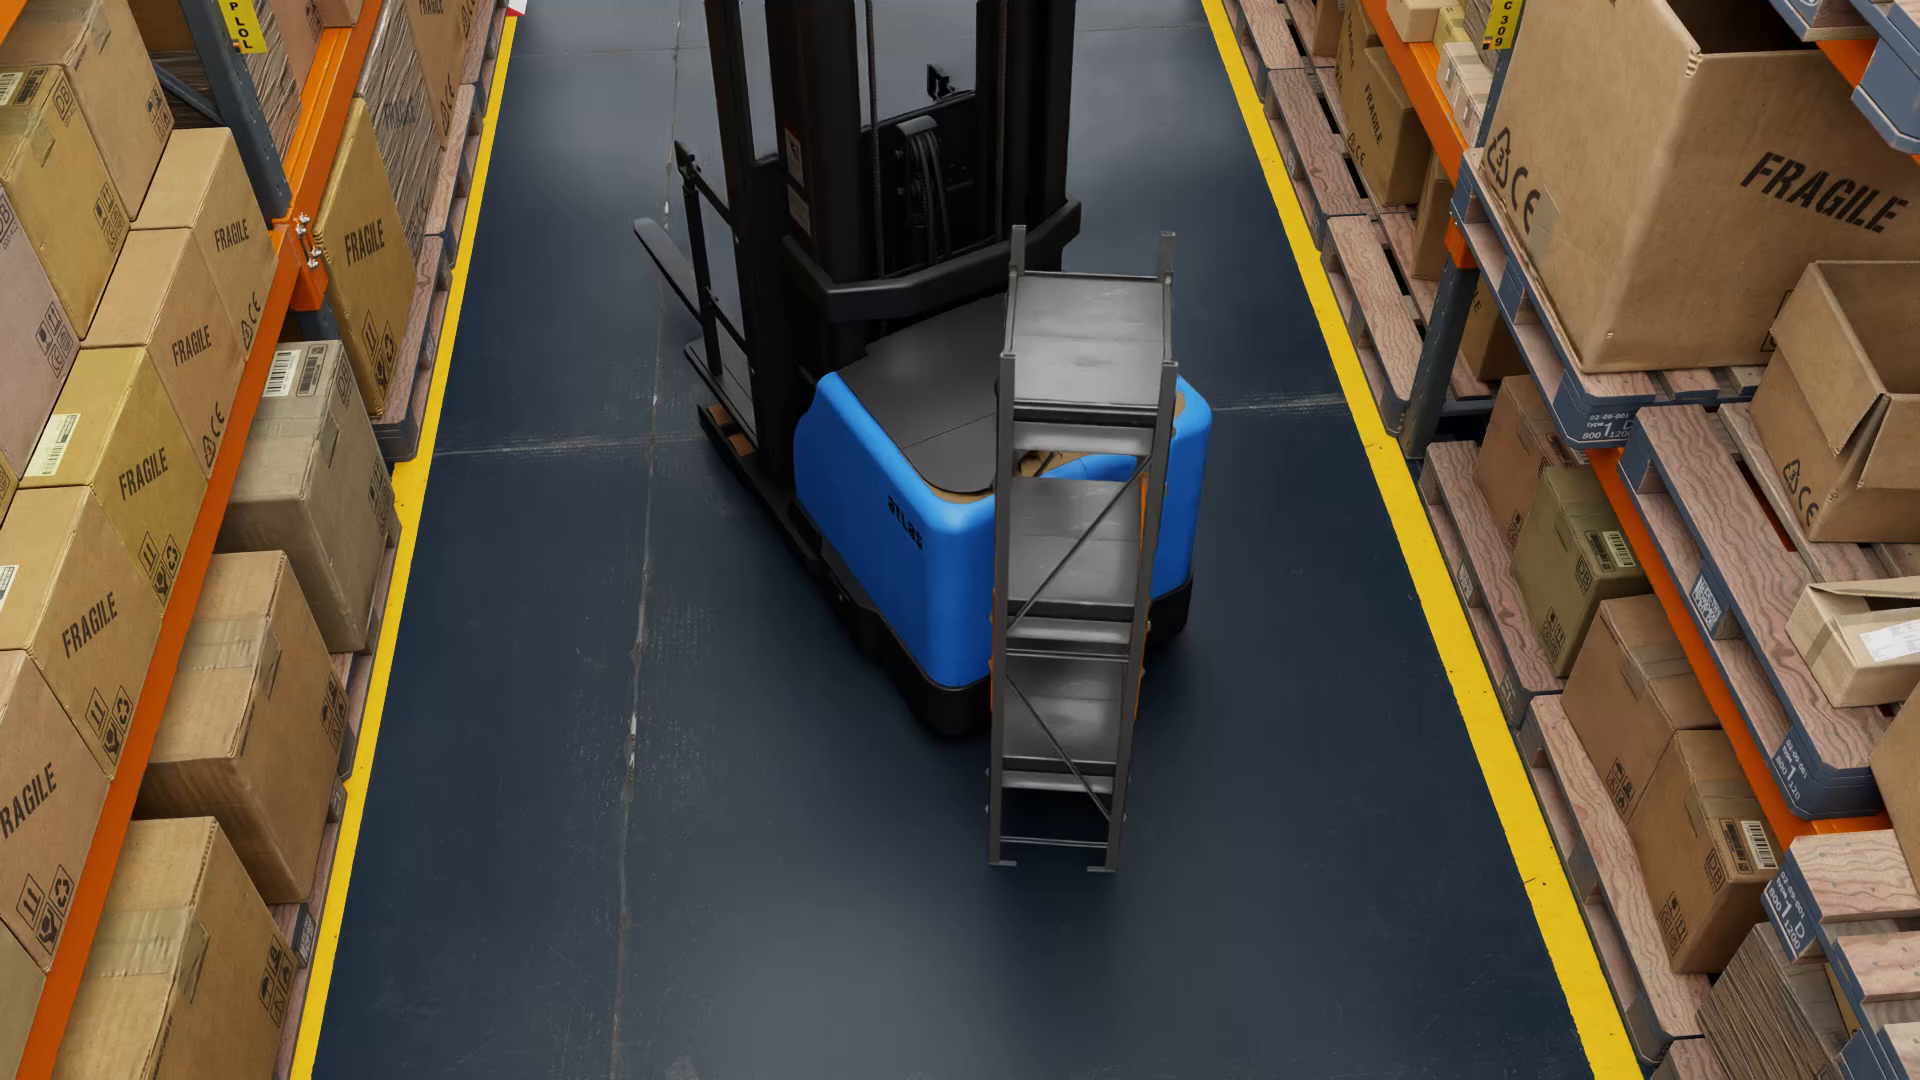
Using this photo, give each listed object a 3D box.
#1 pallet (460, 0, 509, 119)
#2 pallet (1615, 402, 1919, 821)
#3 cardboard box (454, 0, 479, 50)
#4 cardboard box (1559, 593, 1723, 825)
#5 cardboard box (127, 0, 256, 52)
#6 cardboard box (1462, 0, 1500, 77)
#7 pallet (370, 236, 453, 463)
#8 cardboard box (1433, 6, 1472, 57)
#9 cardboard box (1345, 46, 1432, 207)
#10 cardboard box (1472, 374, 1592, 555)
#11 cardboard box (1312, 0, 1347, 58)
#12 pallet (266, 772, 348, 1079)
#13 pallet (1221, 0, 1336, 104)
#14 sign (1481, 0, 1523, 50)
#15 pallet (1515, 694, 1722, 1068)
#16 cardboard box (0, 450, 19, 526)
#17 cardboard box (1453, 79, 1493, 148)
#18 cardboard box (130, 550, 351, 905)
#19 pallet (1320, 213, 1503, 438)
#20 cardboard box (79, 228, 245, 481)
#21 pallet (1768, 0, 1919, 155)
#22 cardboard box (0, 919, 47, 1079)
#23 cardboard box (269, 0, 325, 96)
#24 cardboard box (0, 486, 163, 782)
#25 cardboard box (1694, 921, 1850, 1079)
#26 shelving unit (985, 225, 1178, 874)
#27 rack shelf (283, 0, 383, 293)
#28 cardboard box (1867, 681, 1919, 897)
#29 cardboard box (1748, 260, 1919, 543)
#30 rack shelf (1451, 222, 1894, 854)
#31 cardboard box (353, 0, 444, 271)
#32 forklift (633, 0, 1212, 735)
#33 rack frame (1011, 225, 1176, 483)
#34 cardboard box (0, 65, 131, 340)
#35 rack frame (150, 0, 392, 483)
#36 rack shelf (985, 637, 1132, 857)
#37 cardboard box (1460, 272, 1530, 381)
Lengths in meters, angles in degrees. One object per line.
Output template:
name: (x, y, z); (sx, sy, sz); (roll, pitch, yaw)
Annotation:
pallet: (-2.893, -2.549, 8.519); (1.003, 0.211, 1.213); (-3, 47, -3)
pallet: (2.377, 0.114, 4.208); (1.003, 0.211, 1.213); (-3, 47, -3)
cardboard box: (-2.915, -3.009, 8.208); (0.875, 0.875, 0.875); (-3, 47, -3)
cardboard box: (2.347, 0.489, 5.140); (0.700, 0.500, 0.500); (-7, 47, -7)
cardboard box: (-2.699, -1.880, 5.117); (0.875, 0.550, 0.550); (-3, 47, -3)
cardboard box: (2.272, -1.882, 5.693); (0.875, 0.500, 0.500); (-3, 47, -3)
pallet: (-2.688, -0.784, 6.847); (1.003, 0.211, 1.213); (-3, 47, -3)
cardboard box: (1.965, -1.834, 6.094); (0.380, 0.149, 0.250); (-3, 47, -3)
cardboard box: (2.069, -1.851, 7.370); (0.500, 0.500, 0.500); (-7, 47, -7)
cardboard box: (2.278, -0.262, 5.851); (0.700, 0.500, 0.500); (-7, 47, -6)
cardboard box: (2.033, -2.712, 8.185); (0.500, 0.500, 0.500); (8, 47, 7)
pallet: (-2.458, 1.209, 4.959); (1.003, 0.211, 1.213); (-3, 47, -3)
pallet: (1.953, -2.707, 8.668); (1.003, 0.211, 1.213); (-3, 47, -3)
sign: (1.708, -1.675, 5.175); (0.100, 0.325, 0.005); (-3, 47, -3)
pallet: (2.420, 0.991, 5.167); (1.003, 0.211, 1.213); (-3, 47, -3)
cardboard box: (-2.527, -0.104, 3.525); (0.700, 0.500, 0.500); (-4, 47, -4)
cardboard box: (1.937, -1.468, 5.747); (0.380, 0.149, 0.250); (-3, 47, -3)
cardboard box: (-2.484, 0.583, 4.892); (1.050, 0.750, 0.750); (-3, 47, -3)
pallet: (2.157, -0.941, 6.996); (1.003, 0.211, 1.213); (-3, 47, -3)
cardboard box: (-2.350, -0.495, 4.584); (0.500, 0.500, 0.500); (-4, 47, -4)
pallet: (2.284, -1.180, 3.365); (1.213, 0.211, 1.003); (-3, 47, -3)
cardboard box: (-2.182, 0.963, 3.203); (0.500, 0.500, 0.500); (-4, 47, -4)
cardboard box: (-2.814, -1.902, 5.882); (0.875, 0.550, 0.550); (-3, 47, -3)
cardboard box: (-2.263, 0.237, 3.890); (0.500, 0.500, 0.500); (-4, 47, -4)
cardboard box: (2.448, 1.302, 4.370); (0.700, 0.500, 0.500); (-7, 47, -7)
shelving unit: (0.309, 0.139, 4.672); (0.431, 2.100, 0.503); (3, 47, 3)
rack shelf: (-2.870, -2.388, 6.941); (1.077, 0.370, 4.000); (-3, 47, -3)
cardboard box: (2.352, 0.513, 3.340); (0.700, 0.500, 0.500); (3, 47, 3)
cardboard box: (2.485, -0.348, 4.153); (0.797, 0.503, 0.637); (1, 47, 1)
rack shelf: (2.416, 0.278, 4.416); (1.077, 0.370, 4.000); (-3, 47, -3)
cardboard box: (-2.765, -1.713, 6.981); (0.875, 0.875, 0.875); (-3, 47, -3)
forklift: (-0.374, -1.420, 5.577); (1.130, 2.935, 3.031); (-23, 51, -20)
rack frame: (0.328, -0.038, 4.840); (0.400, 2.100, 0.015); (3, 47, 3)
cardboard box: (-2.610, -0.835, 4.218); (0.700, 0.500, 0.500); (-4, 47, -4)
rack frame: (-2.703, -1.188, 5.309); (1.000, 3.000, 0.127); (-3, 47, -3)
rack shelf: (0.309, 0.630, 5.190); (0.431, 0.518, 0.480); (3, 47, 3)
cardboard box: (2.255, -0.993, 6.557); (0.500, 0.500, 0.500); (-5, 47, -5)
